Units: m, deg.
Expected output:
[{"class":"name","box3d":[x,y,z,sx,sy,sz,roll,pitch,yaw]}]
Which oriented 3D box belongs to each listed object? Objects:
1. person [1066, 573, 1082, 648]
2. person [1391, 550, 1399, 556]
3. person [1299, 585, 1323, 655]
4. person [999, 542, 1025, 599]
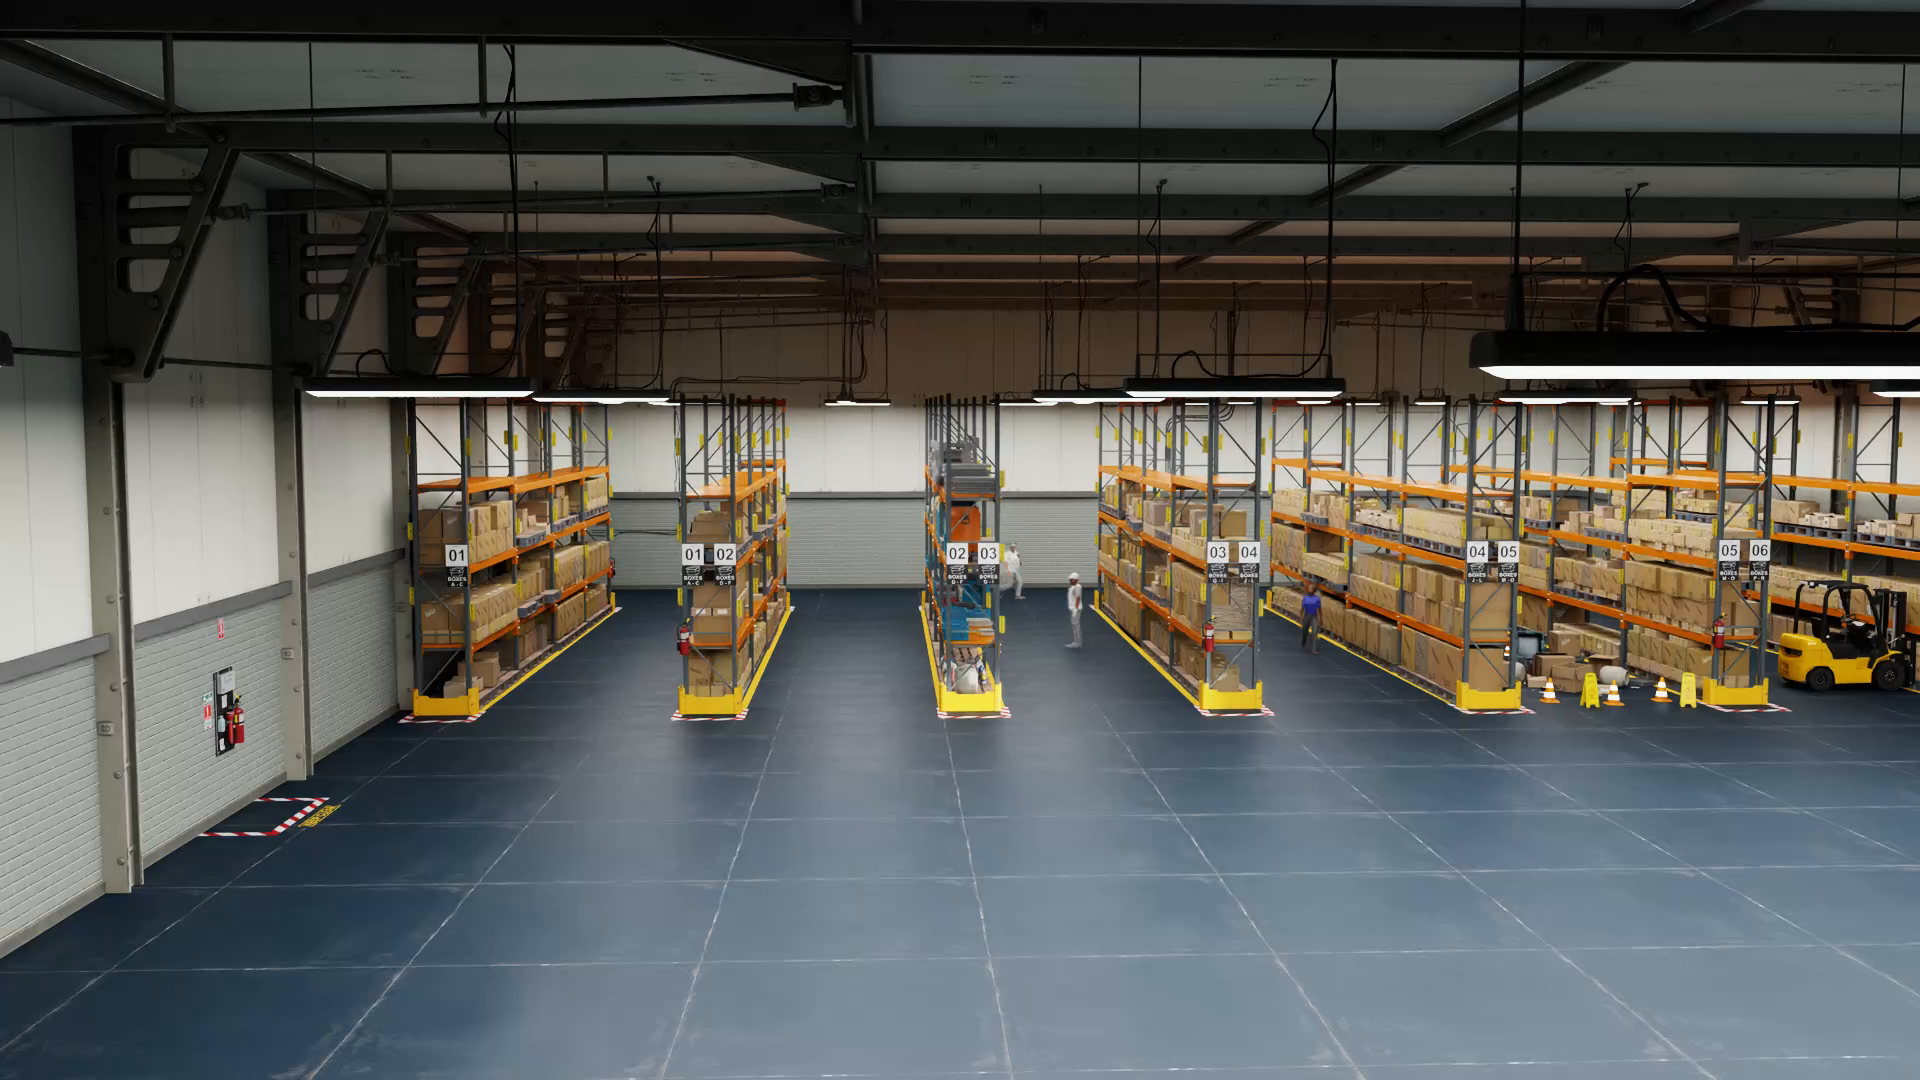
[{"class":"person","box3d":[2.719,1.678,39.813,0.393,1.797,0.647,0,5,-5]},{"class":"person","box3d":[13.301,0.870,51.324,0.854,1.555,0.407,-2,5,-25]},{"class":"person","box3d":[8.212,1.843,38.920,0.556,1.611,0.928,0,5,4]},{"class":"person","box3d":[1.536,0.913,49.812,0.862,1.718,0.591,2,5,21]}]
